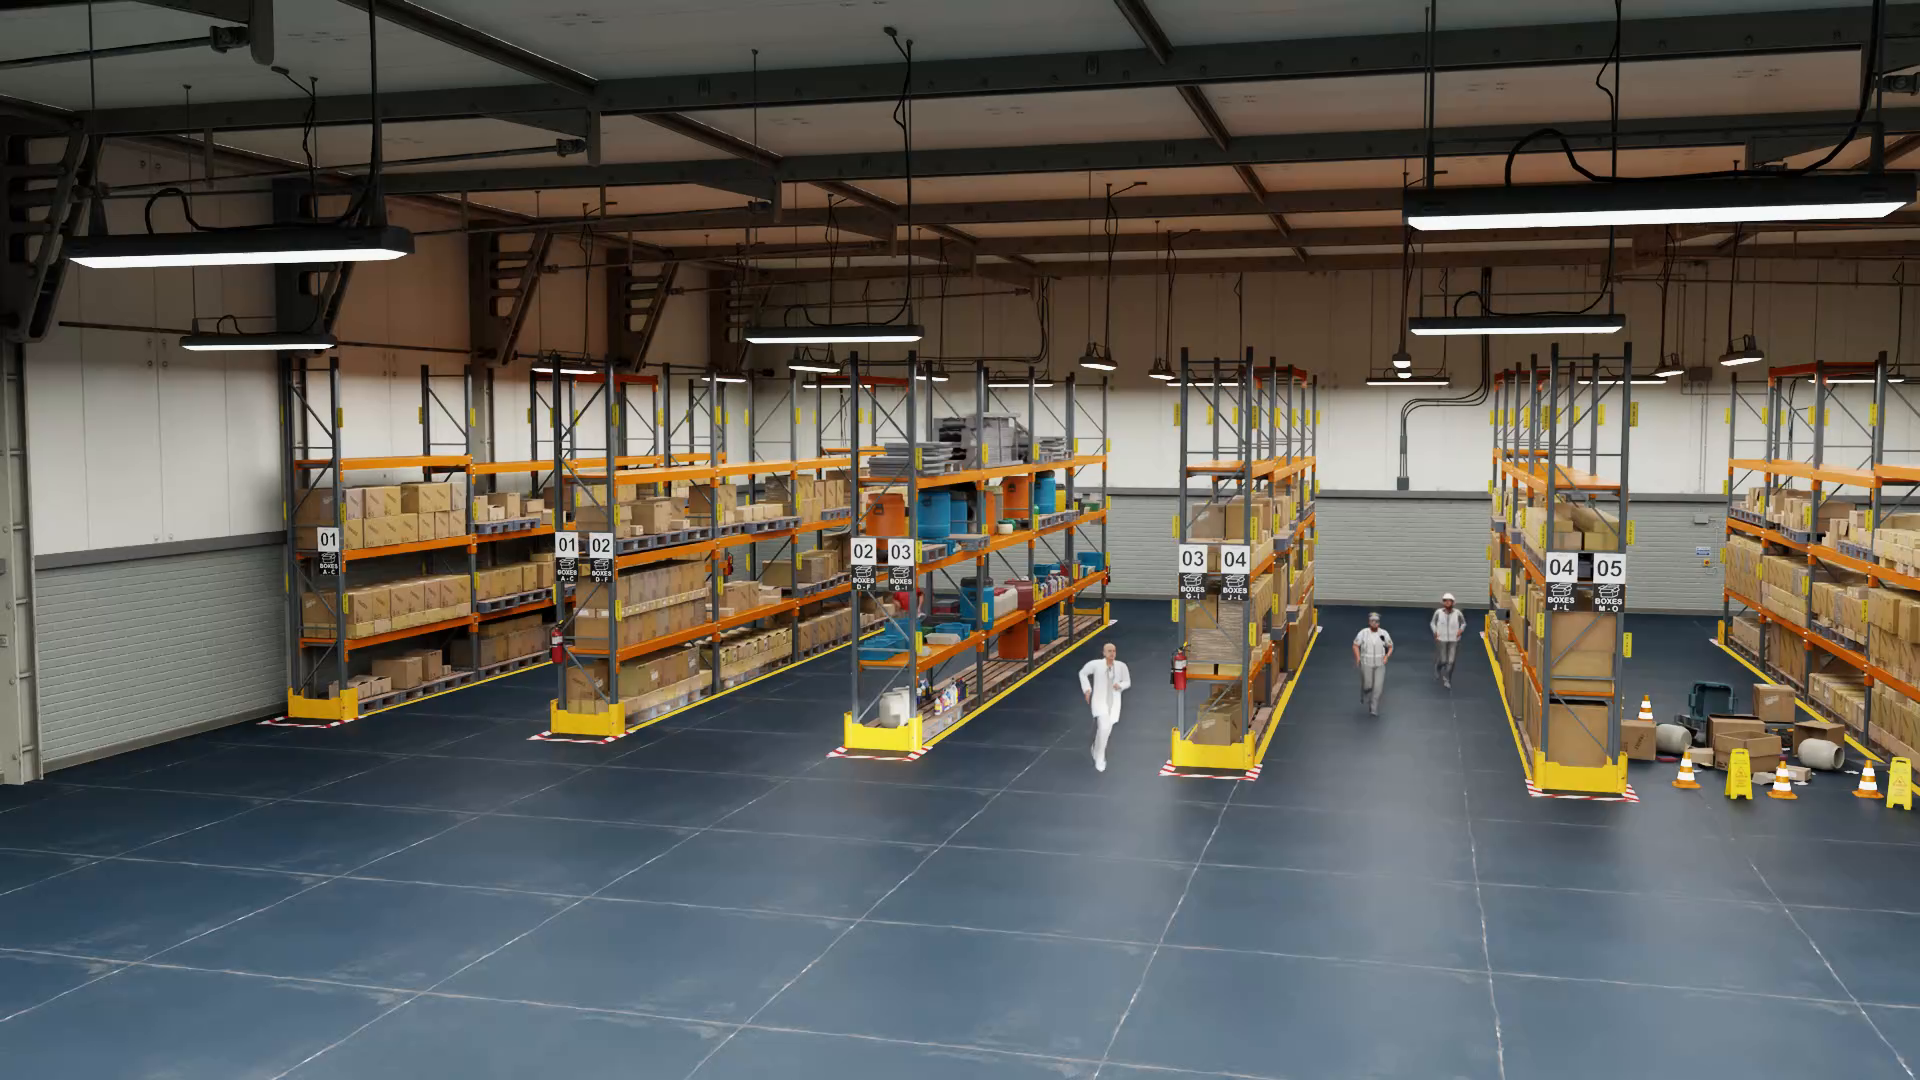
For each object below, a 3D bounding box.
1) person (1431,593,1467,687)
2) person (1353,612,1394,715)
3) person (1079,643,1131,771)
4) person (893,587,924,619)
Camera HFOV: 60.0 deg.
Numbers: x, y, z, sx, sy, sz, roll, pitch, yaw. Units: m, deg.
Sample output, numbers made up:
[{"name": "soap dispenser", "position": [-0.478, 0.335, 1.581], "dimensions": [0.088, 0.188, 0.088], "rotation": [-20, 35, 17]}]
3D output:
[{"name": "person", "position": [9.124, 1.864, 31.048], "dimensions": [0.656, 1.746, 0.627], "rotation": [1, 4, 14]}, {"name": "person", "position": [6.993, 2.081, 28.101], "dimensions": [0.678, 1.730, 0.591], "rotation": [1, 4, 8]}, {"name": "person", "position": [2.096, 2.389, 23.890], "dimensions": [0.681, 1.834, 0.784], "rotation": [-1, 4, -16]}, {"name": "person", "position": [-1.103, 1.607, 34.744], "dimensions": [0.606, 1.776, 0.821], "rotation": [1, 4, 11]}]
